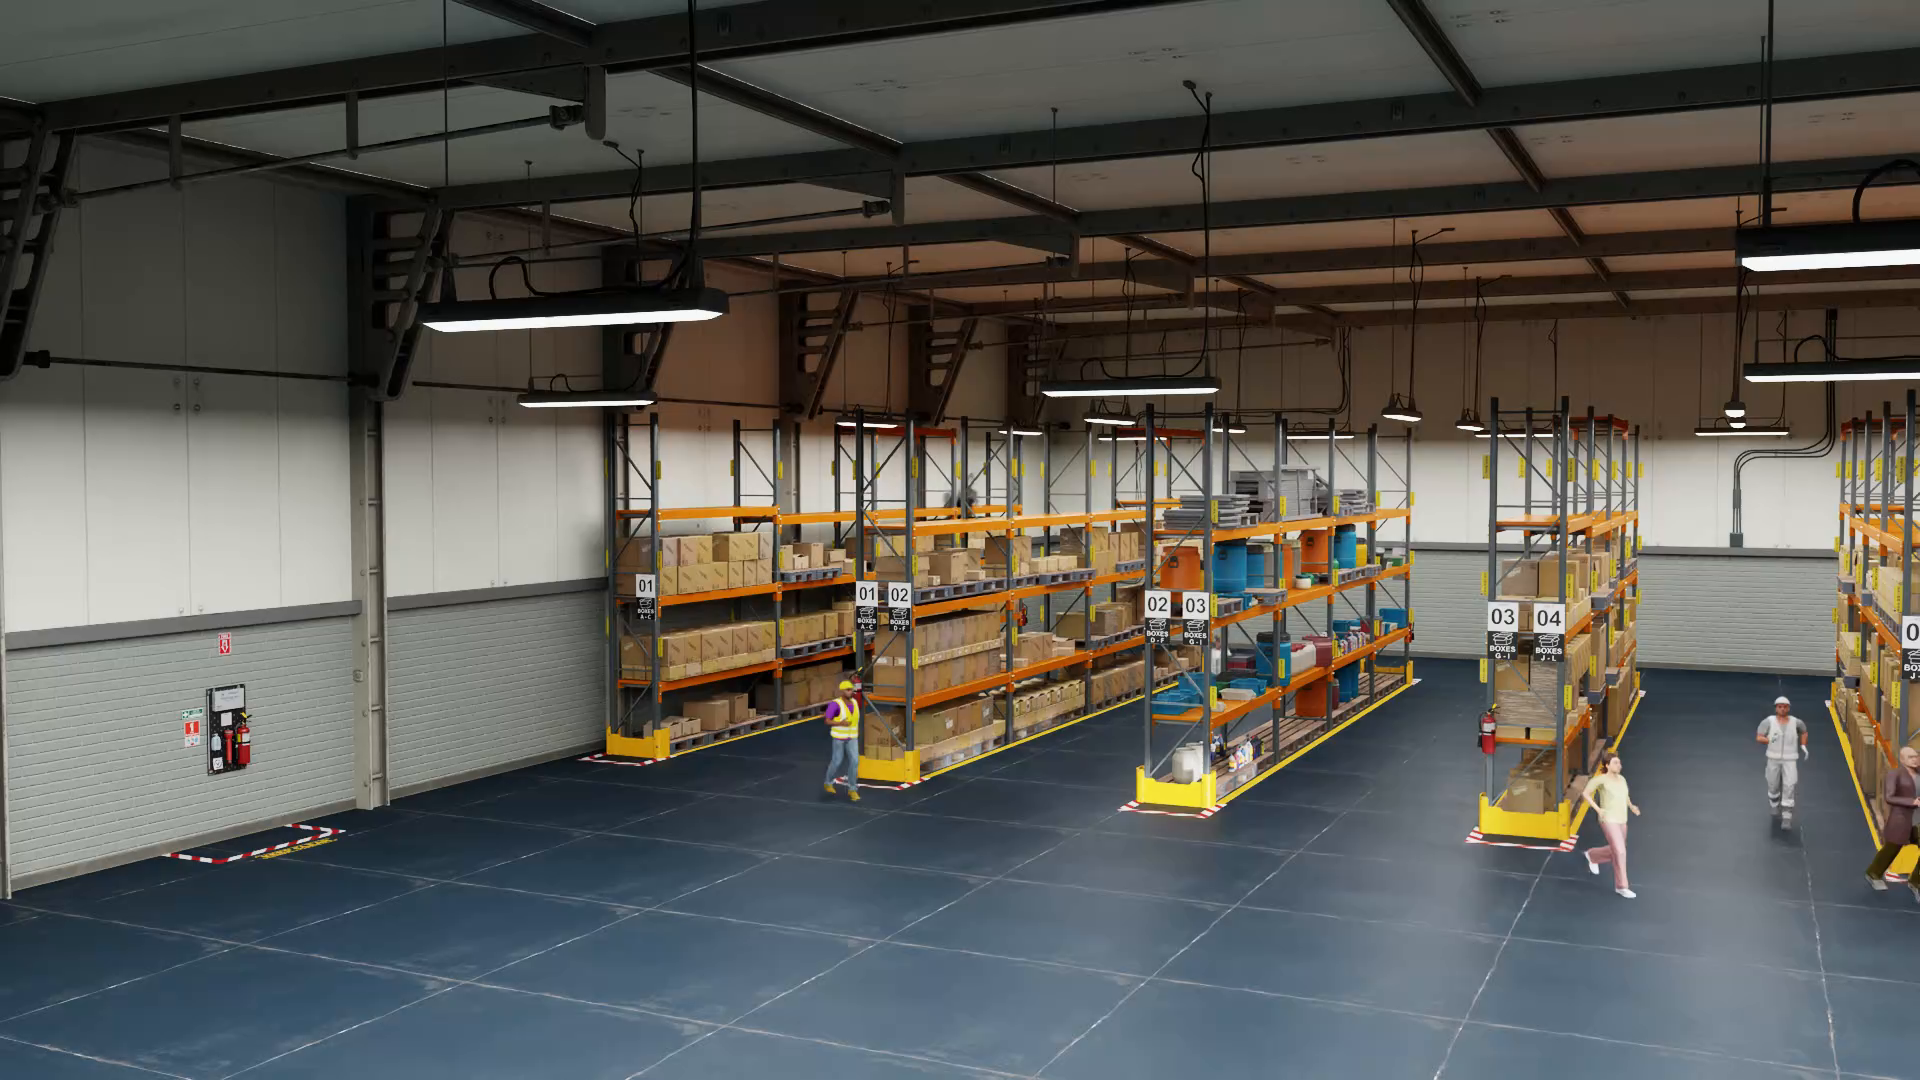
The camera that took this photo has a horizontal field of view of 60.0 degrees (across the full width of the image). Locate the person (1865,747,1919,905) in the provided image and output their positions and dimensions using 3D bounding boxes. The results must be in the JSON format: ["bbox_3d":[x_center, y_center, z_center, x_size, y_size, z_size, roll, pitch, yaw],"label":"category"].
[{"bbox_3d":[11.012,3.304,19.340,0.728,1.823,0.971,0,2,-7],"label":"person"}]

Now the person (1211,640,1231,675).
[{"bbox_3d":[5.293,2.781,33.984,0.617,1.612,0.556,1,3,23],"label":"person"}]

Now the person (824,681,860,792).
[{"bbox_3d":[-1.774,2.981,25.384,0.689,1.682,0.725,-2,3,-33],"label":"person"}]

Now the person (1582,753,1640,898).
[{"bbox_3d":[7.720,3.354,19.779,0.579,1.663,0.836,-1,3,-23],"label":"person"}]

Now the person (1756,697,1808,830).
[{"bbox_3d":[11.540,3.092,23.347,0.659,1.788,0.973,1,3,26],"label":"person"}]
